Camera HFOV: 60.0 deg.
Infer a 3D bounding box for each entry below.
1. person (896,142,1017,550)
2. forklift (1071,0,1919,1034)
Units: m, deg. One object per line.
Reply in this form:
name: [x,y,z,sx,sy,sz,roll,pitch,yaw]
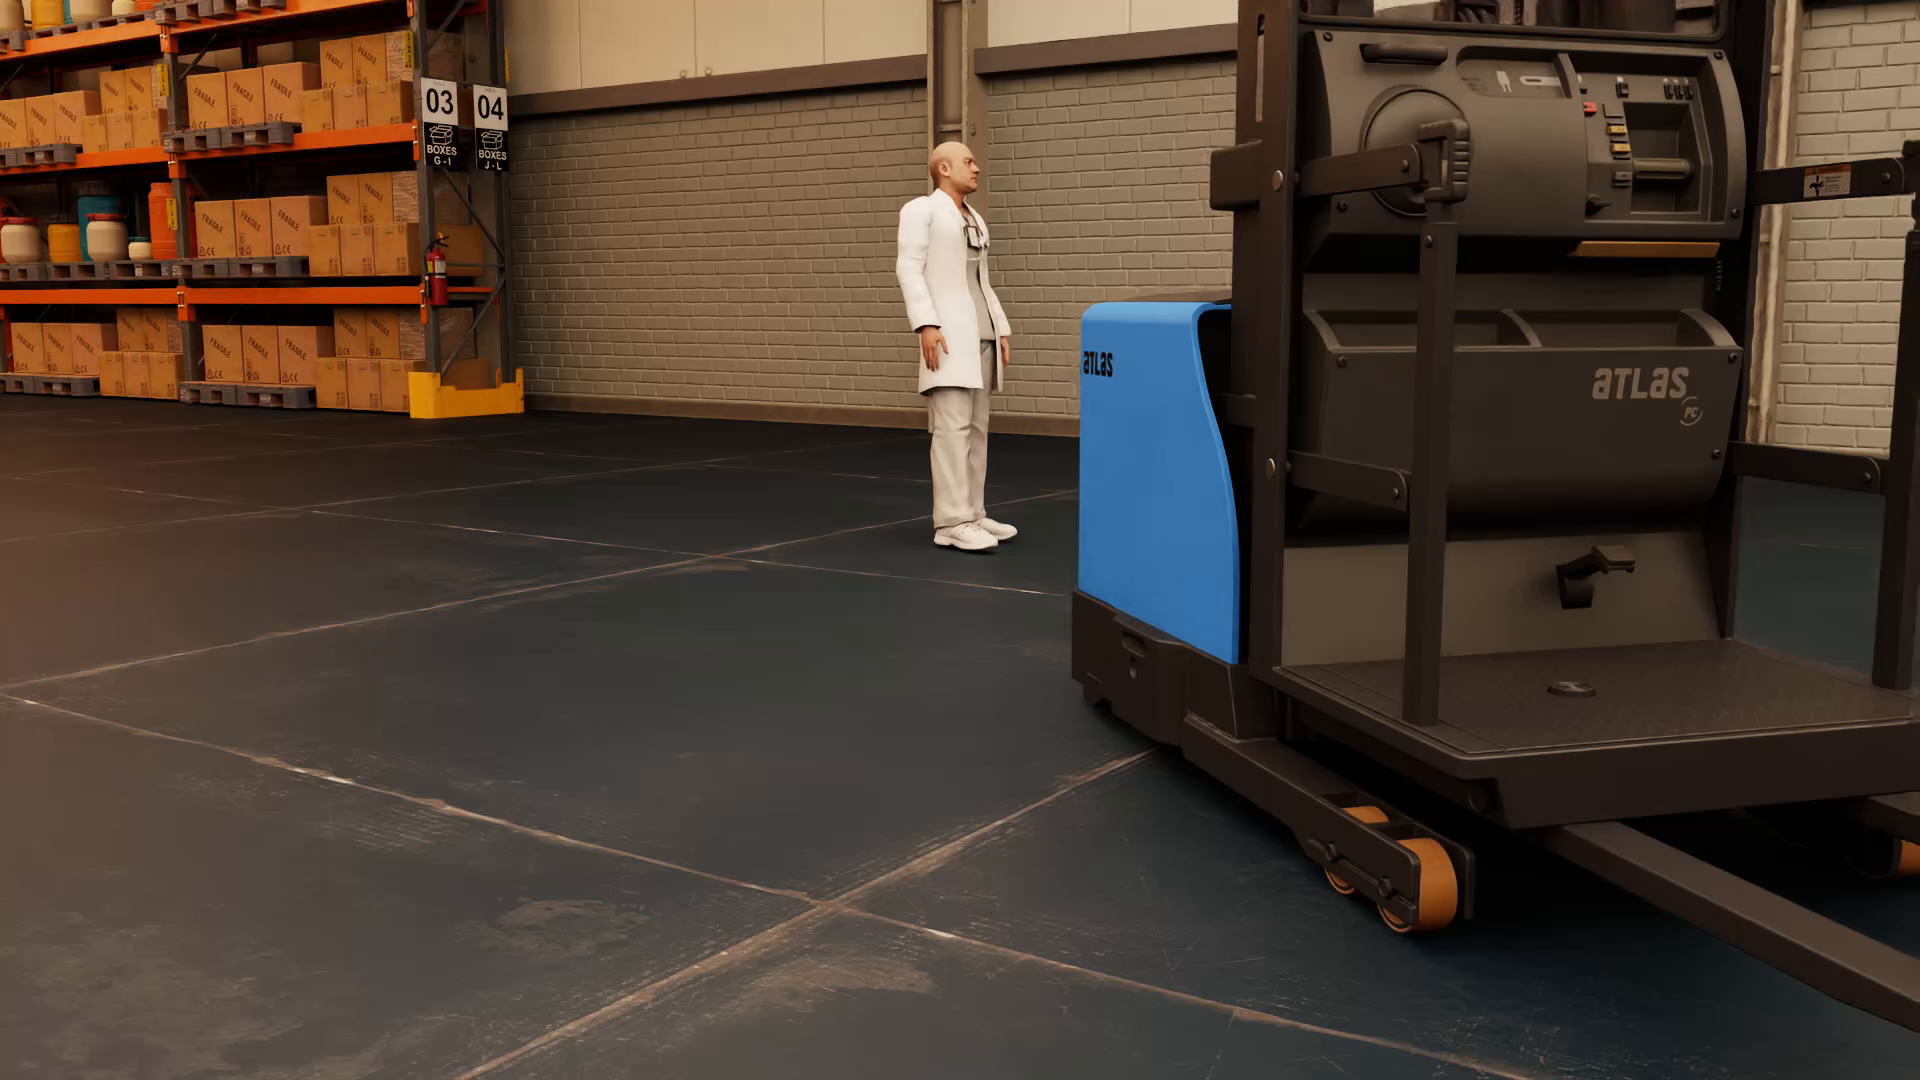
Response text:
person: [0.074,-0.879,7.424,0.578,1.777,0.696,5,10,34]
forklift: [1.189,-0.836,3.070,1.130,2.935,3.031,-2,8,-15]
